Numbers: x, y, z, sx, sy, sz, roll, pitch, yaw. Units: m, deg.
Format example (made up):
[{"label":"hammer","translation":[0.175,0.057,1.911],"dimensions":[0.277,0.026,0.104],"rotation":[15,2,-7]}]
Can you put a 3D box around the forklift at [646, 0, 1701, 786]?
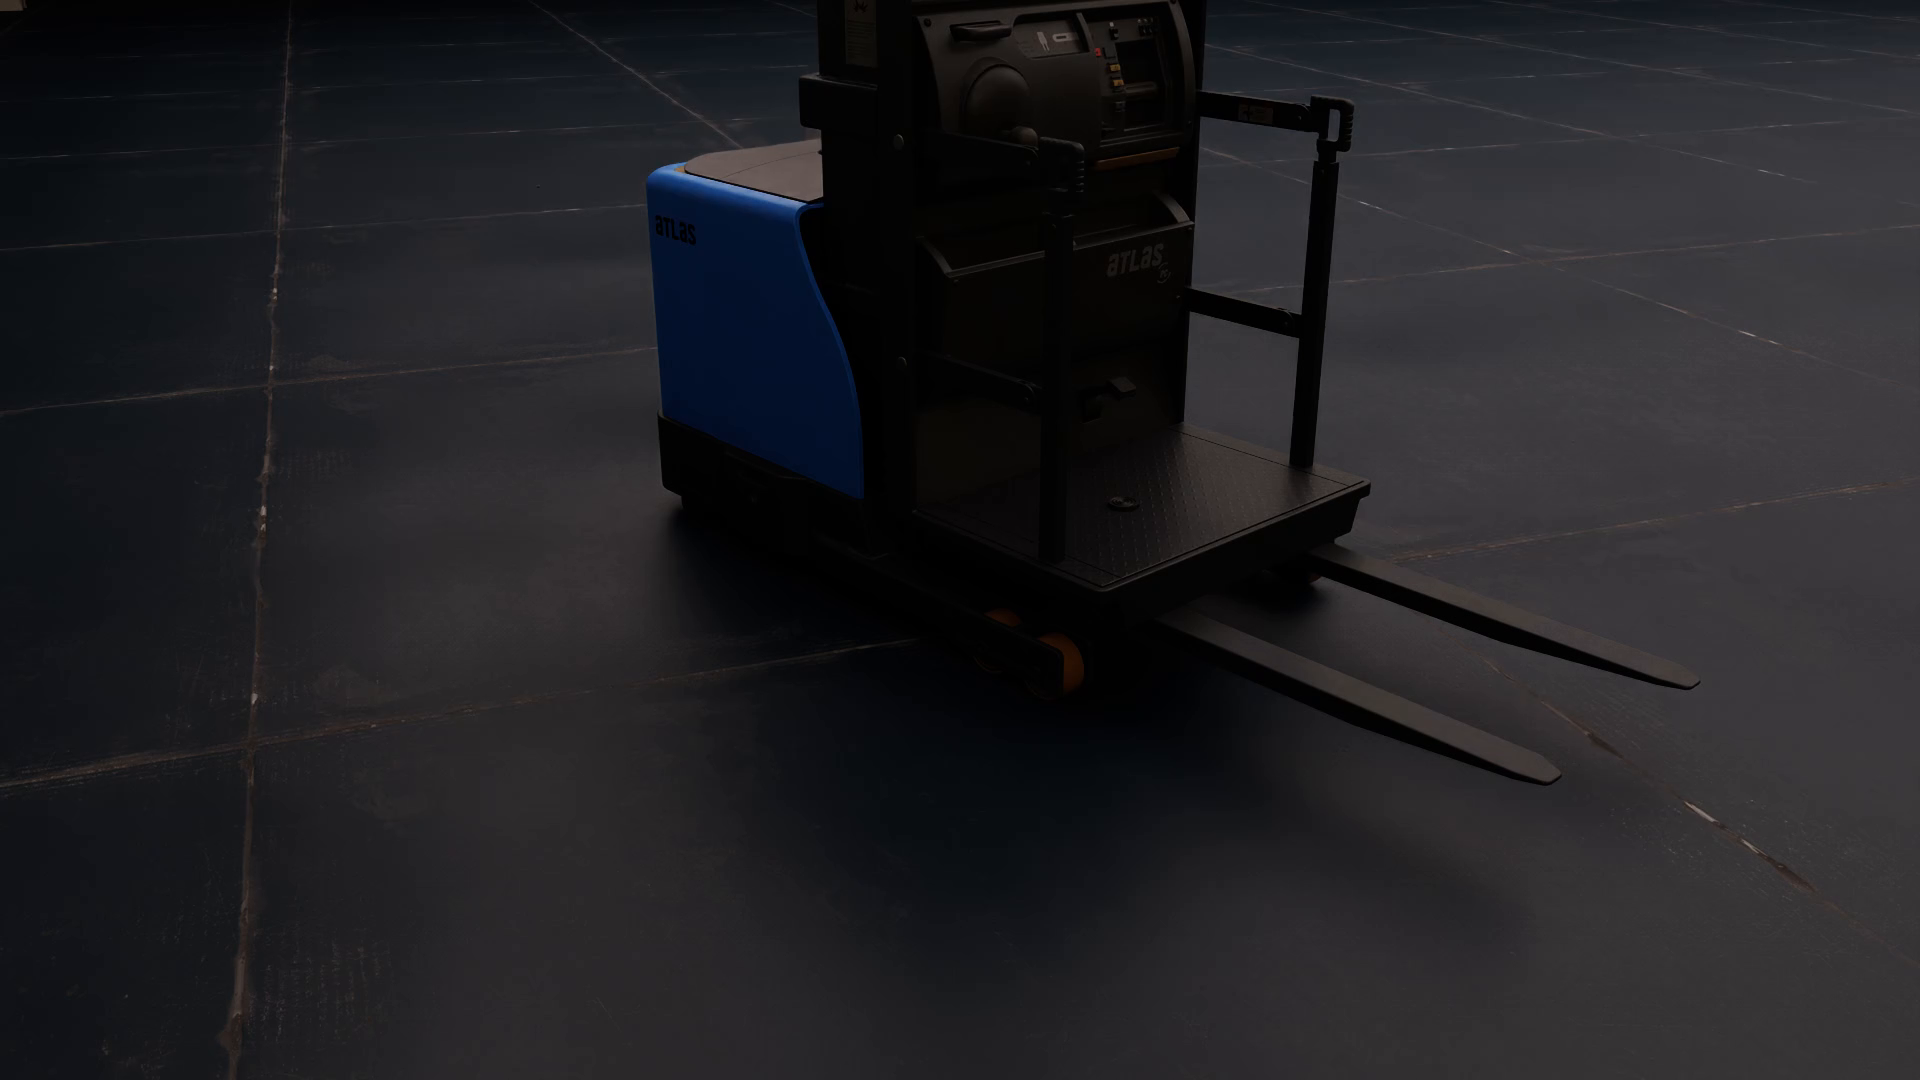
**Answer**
[{"label":"forklift","translation":[0.409,-1.176,4.096],"dimensions":[1.130,2.935,3.031],"rotation":[-19,30,-38]}]
